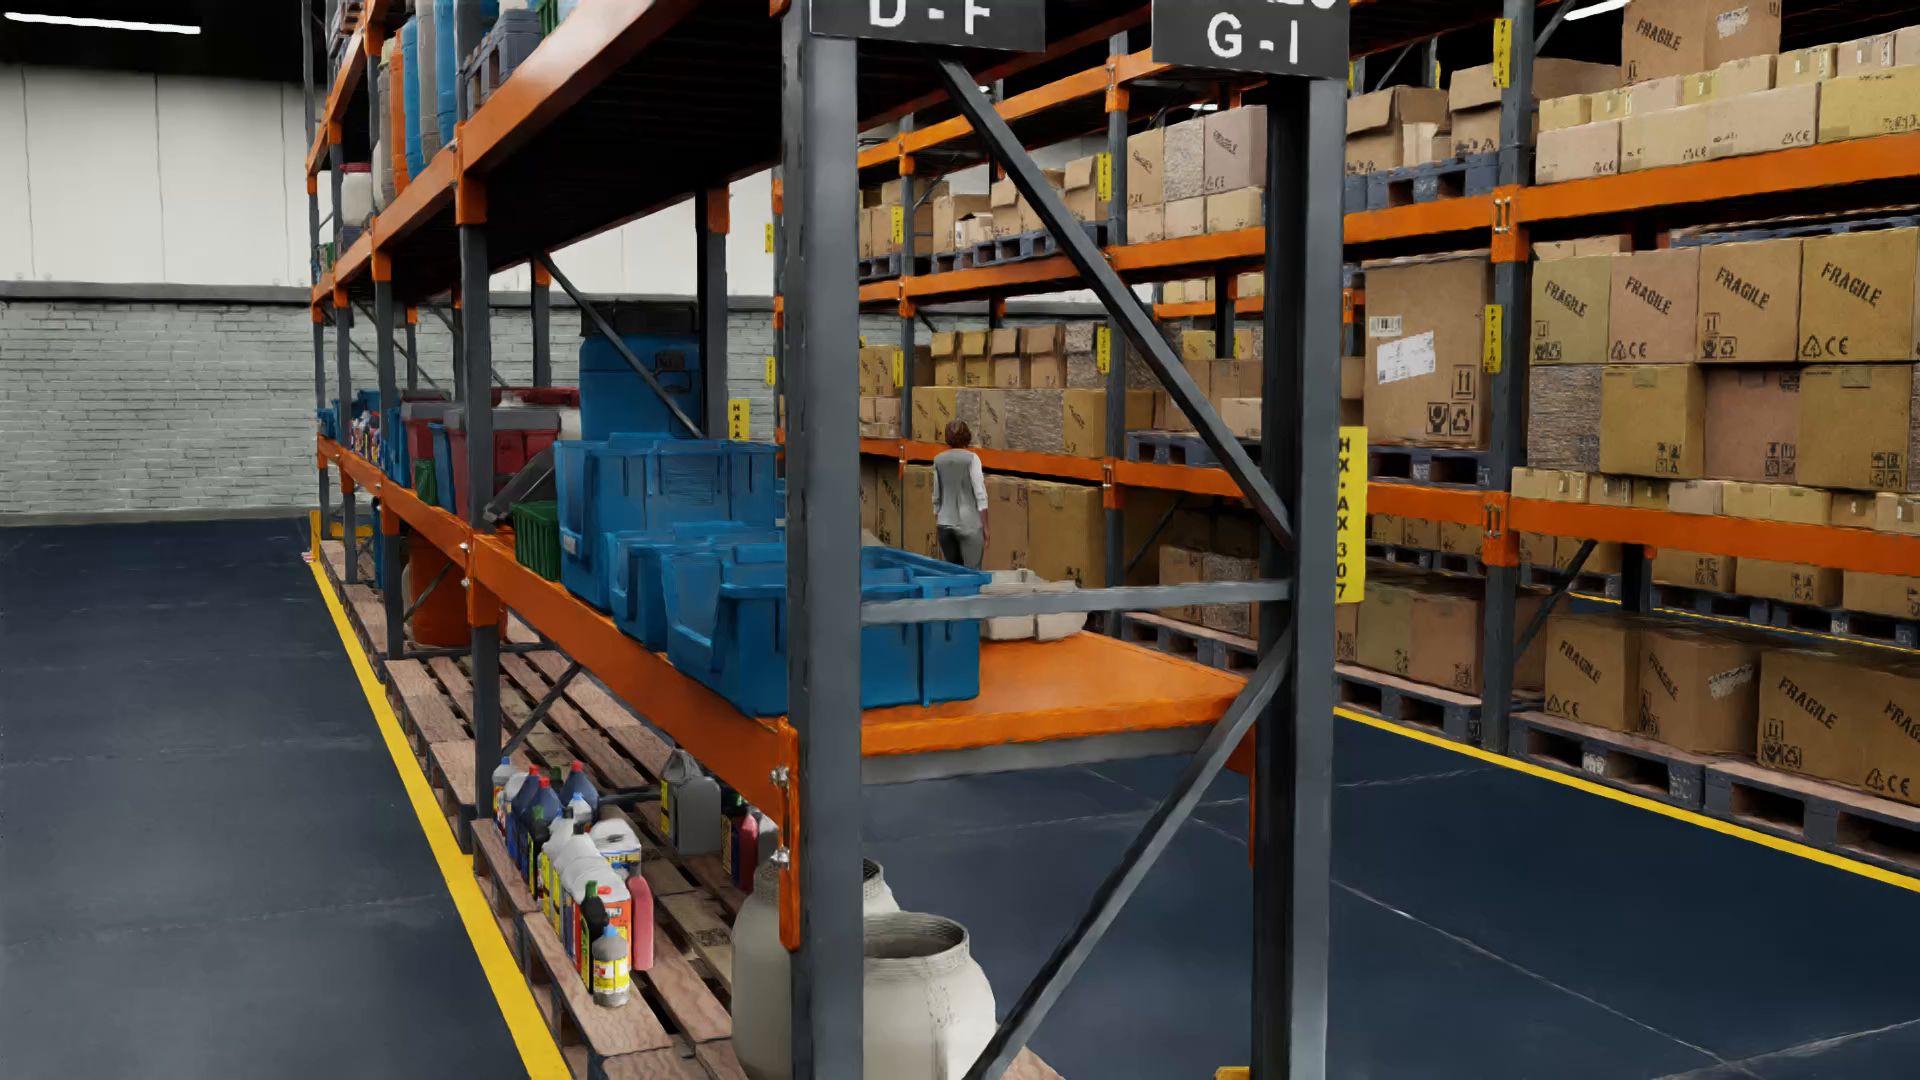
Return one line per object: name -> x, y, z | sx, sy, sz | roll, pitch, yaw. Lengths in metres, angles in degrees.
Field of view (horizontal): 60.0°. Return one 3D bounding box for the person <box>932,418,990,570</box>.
person -> -0.021, -0.067, 11.773 | 0.510, 1.582, 0.454 | 4, 7, 33
